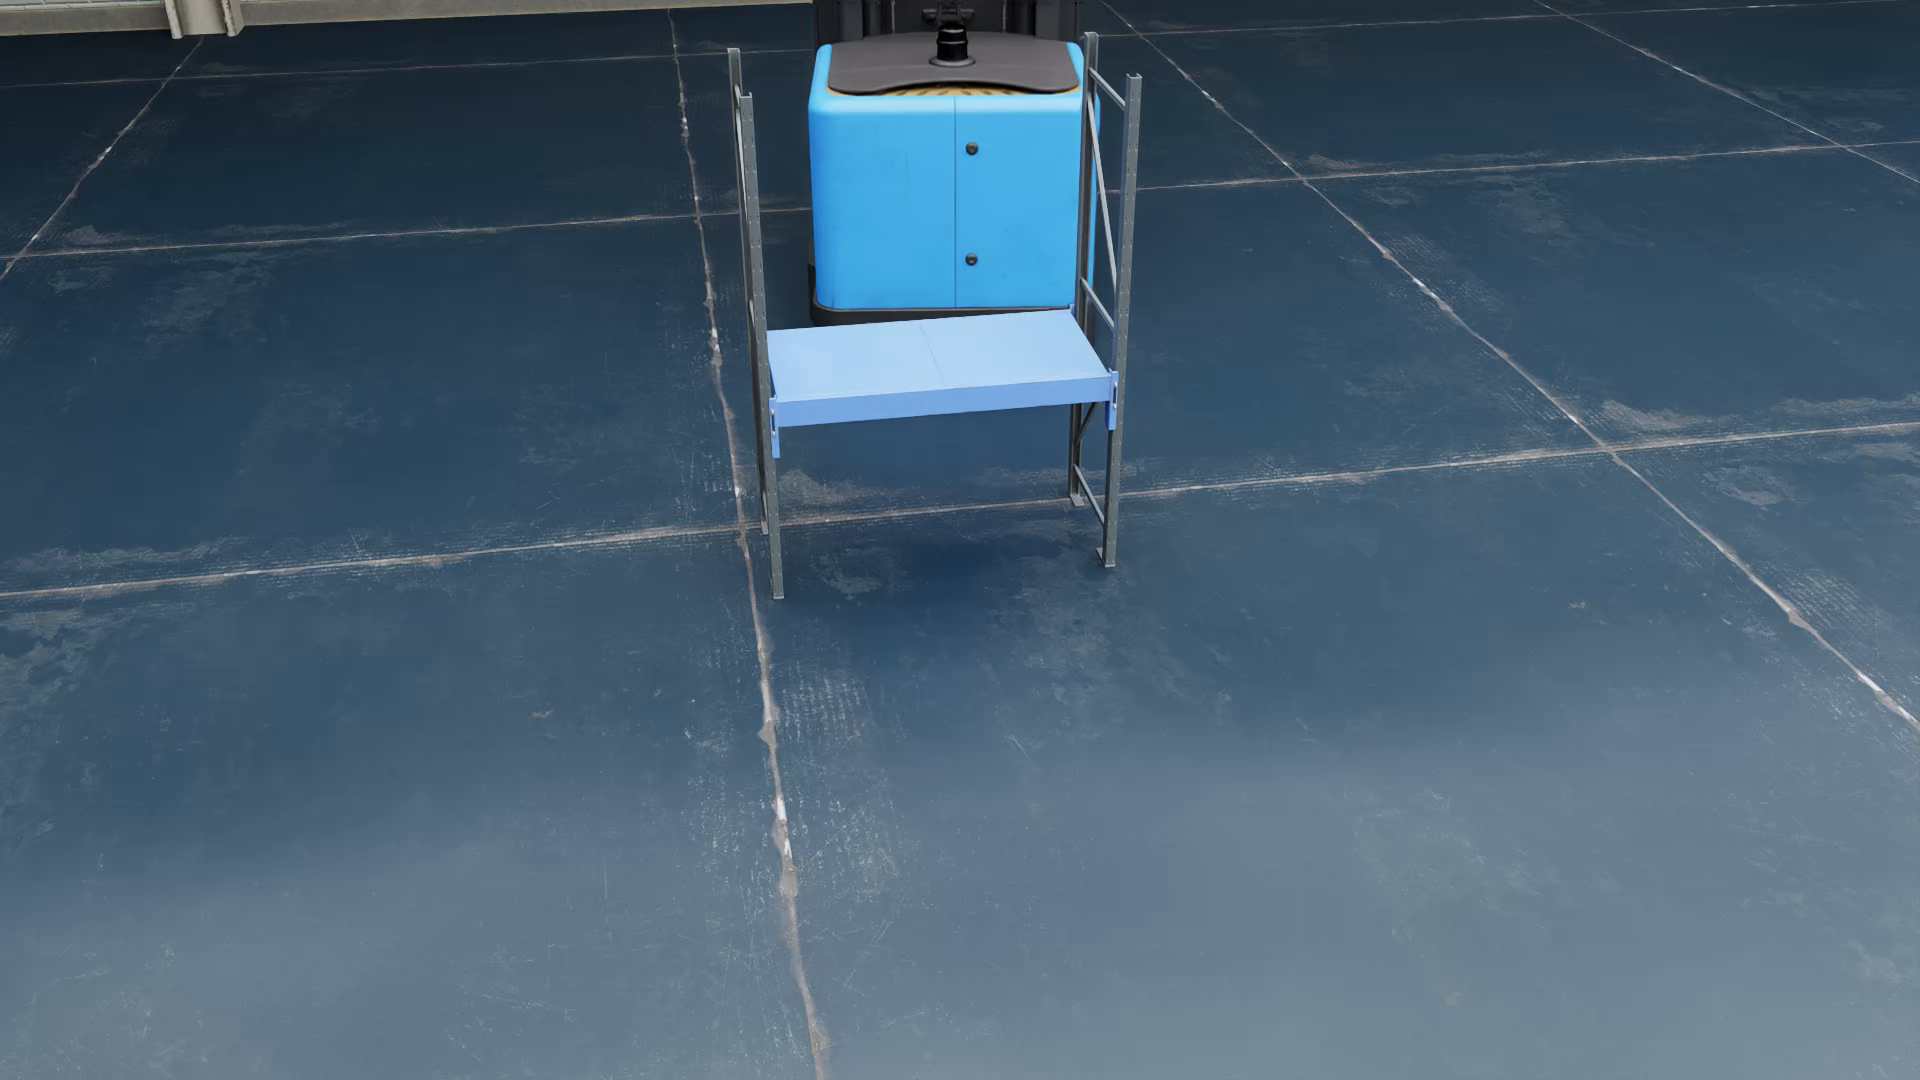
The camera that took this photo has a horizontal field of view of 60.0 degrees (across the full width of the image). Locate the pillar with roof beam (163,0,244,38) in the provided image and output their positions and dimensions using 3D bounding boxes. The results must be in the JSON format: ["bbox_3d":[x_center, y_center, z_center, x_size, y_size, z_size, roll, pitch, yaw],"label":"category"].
[{"bbox_3d":[-4.165,-5.078,5.008,0.400,9.000,9.100,-5,31,-9],"label":"pillar with roof beam"}]

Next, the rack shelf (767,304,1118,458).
[{"bbox_3d":[-0.084,-0.484,4.948,1.000,0.185,0.538,-5,31,-9],"label":"rack shelf"}]

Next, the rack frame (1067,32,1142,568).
[{"bbox_3d":[0.416,-0.685,4.936,0.032,1.500,0.500,-5,31,-9],"label":"rack frame"}]

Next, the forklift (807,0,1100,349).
[{"bbox_3d":[-0.063,-2.605,6.788,1.130,2.935,3.031,-1,30,-2],"label":"forklift"}]

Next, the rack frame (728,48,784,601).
[{"bbox_3d":[-0.584,-0.592,4.778,0.032,1.500,0.500,-5,31,-9],"label":"rack frame"}]

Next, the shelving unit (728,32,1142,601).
[{"bbox_3d":[-0.084,-0.639,4.857,1.048,1.500,0.538,-5,31,-9],"label":"shelving unit"}]
